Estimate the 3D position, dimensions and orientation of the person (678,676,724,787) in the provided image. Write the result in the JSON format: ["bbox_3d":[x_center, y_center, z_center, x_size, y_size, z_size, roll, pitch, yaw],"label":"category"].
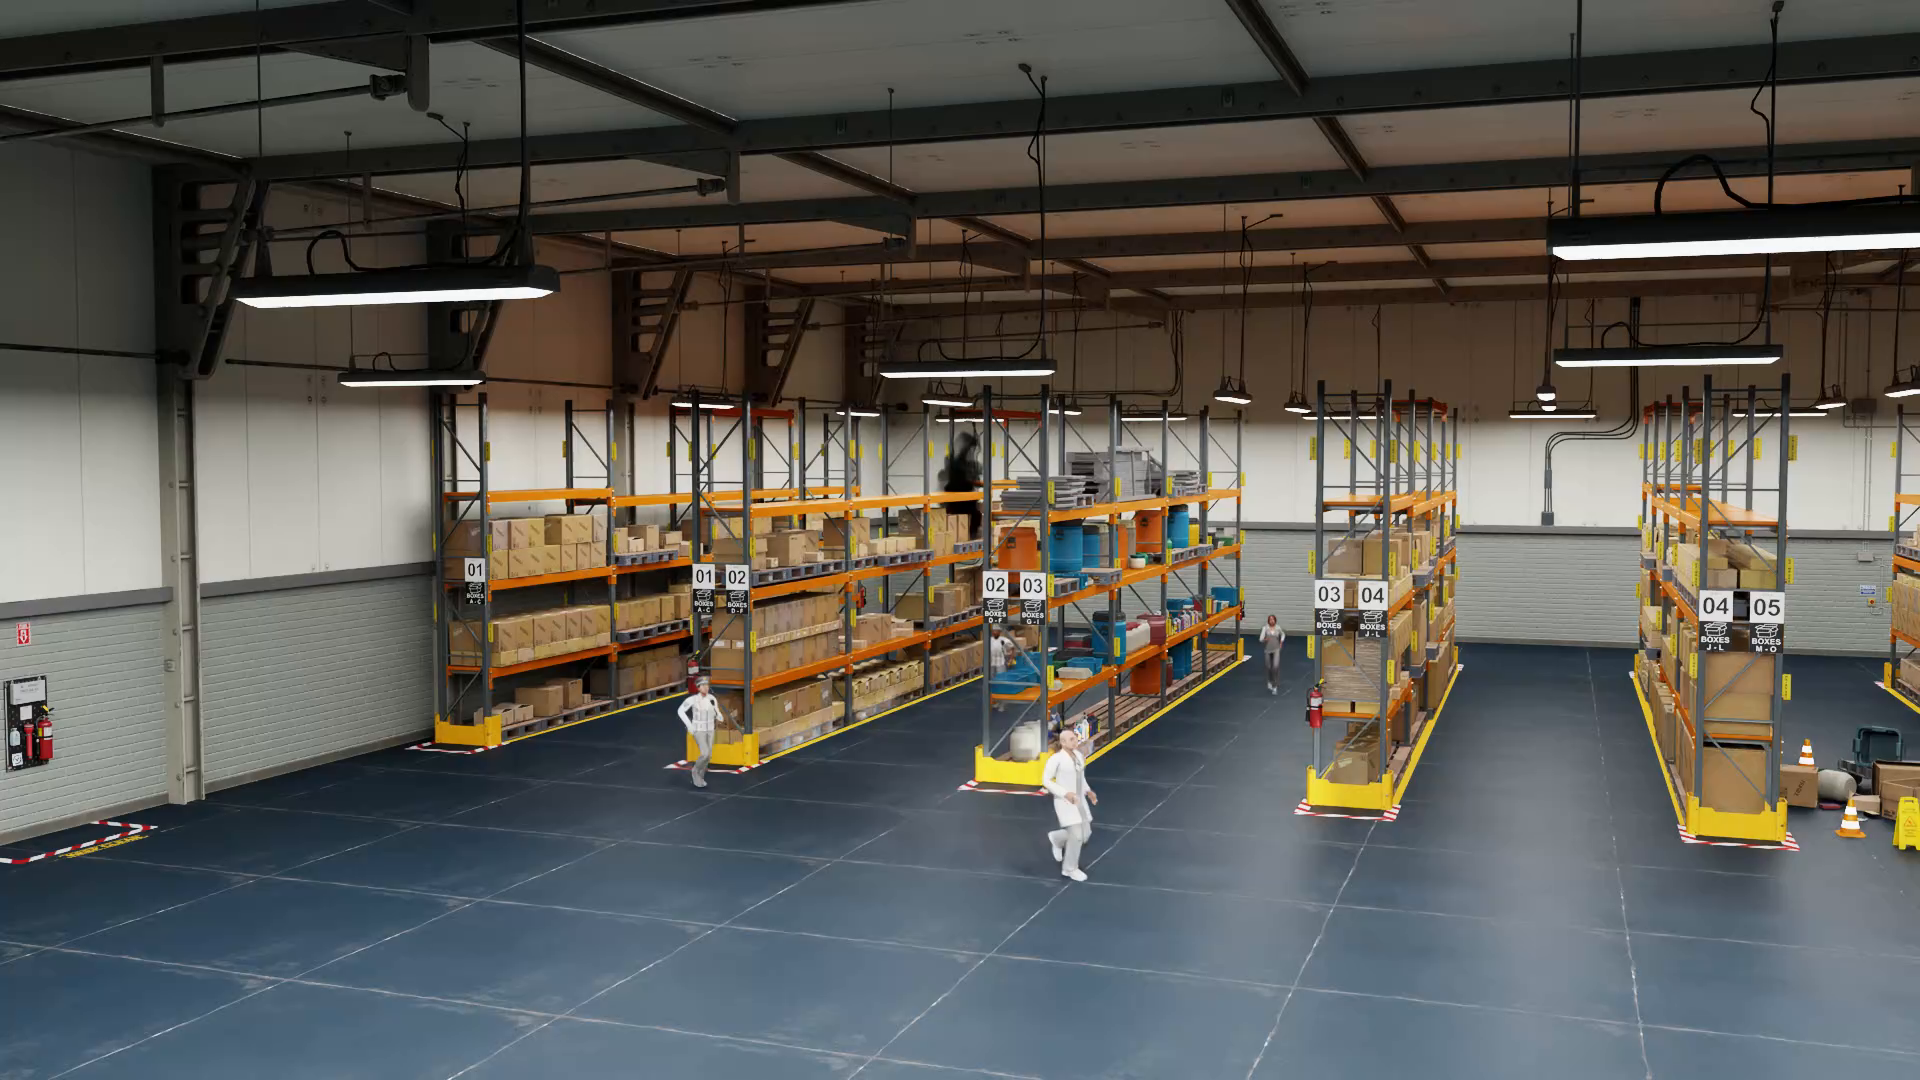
[{"bbox_3d":[-3.792,2.848,24.708,0.625,1.658,0.594,-2,4,-37],"label":"person"}]

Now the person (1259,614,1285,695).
[{"bbox_3d":[6.466,2.361,34.477,0.520,1.621,0.706,1,3,11],"label":"person"}]

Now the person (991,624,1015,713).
[{"bbox_3d":[0.731,2.467,32.042,0.584,1.750,0.718,1,3,16],"label":"person"}]

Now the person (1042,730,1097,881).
[{"bbox_3d":[1.242,3.101,19.576,0.652,1.739,0.712,3,4,44],"label":"person"}]
